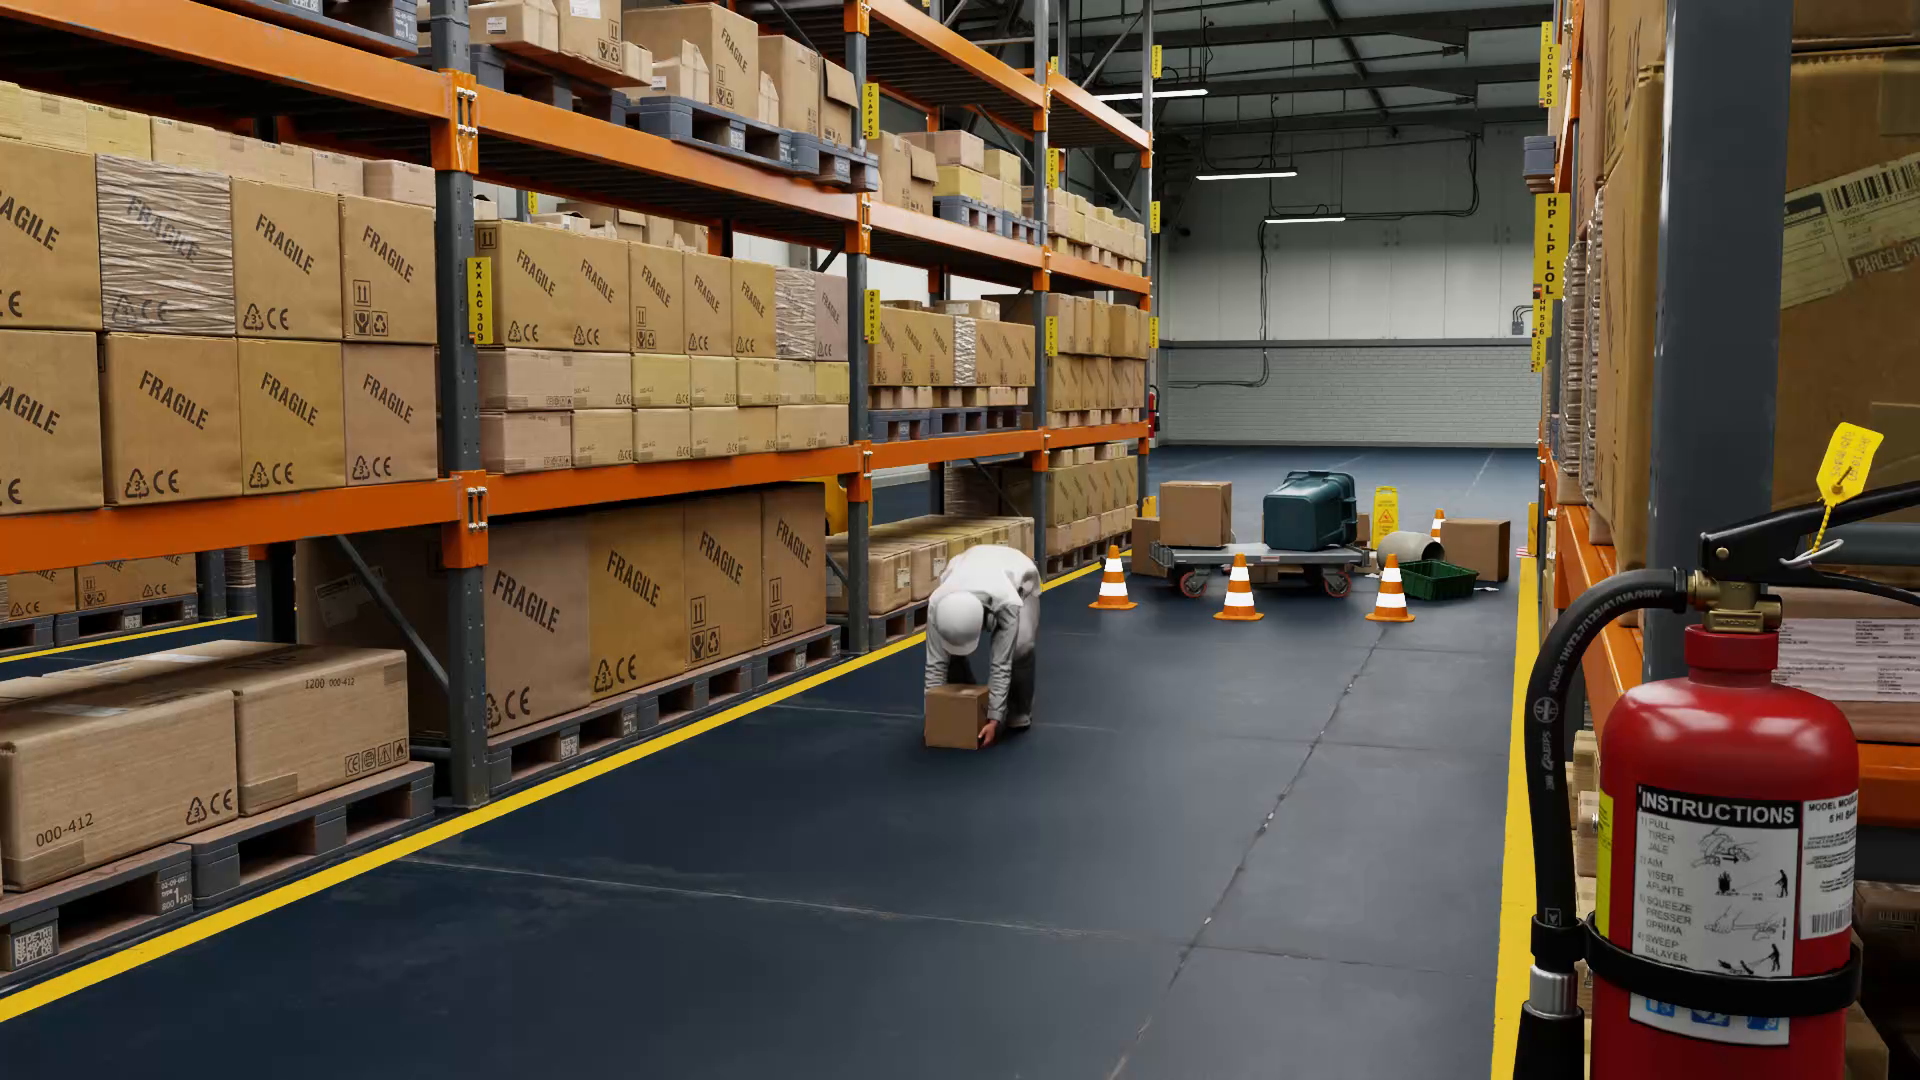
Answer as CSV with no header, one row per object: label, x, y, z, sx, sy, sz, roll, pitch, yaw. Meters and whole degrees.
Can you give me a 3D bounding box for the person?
person,0.105,0.489,7.956,0.520,0.896,1.004,2,5,16
